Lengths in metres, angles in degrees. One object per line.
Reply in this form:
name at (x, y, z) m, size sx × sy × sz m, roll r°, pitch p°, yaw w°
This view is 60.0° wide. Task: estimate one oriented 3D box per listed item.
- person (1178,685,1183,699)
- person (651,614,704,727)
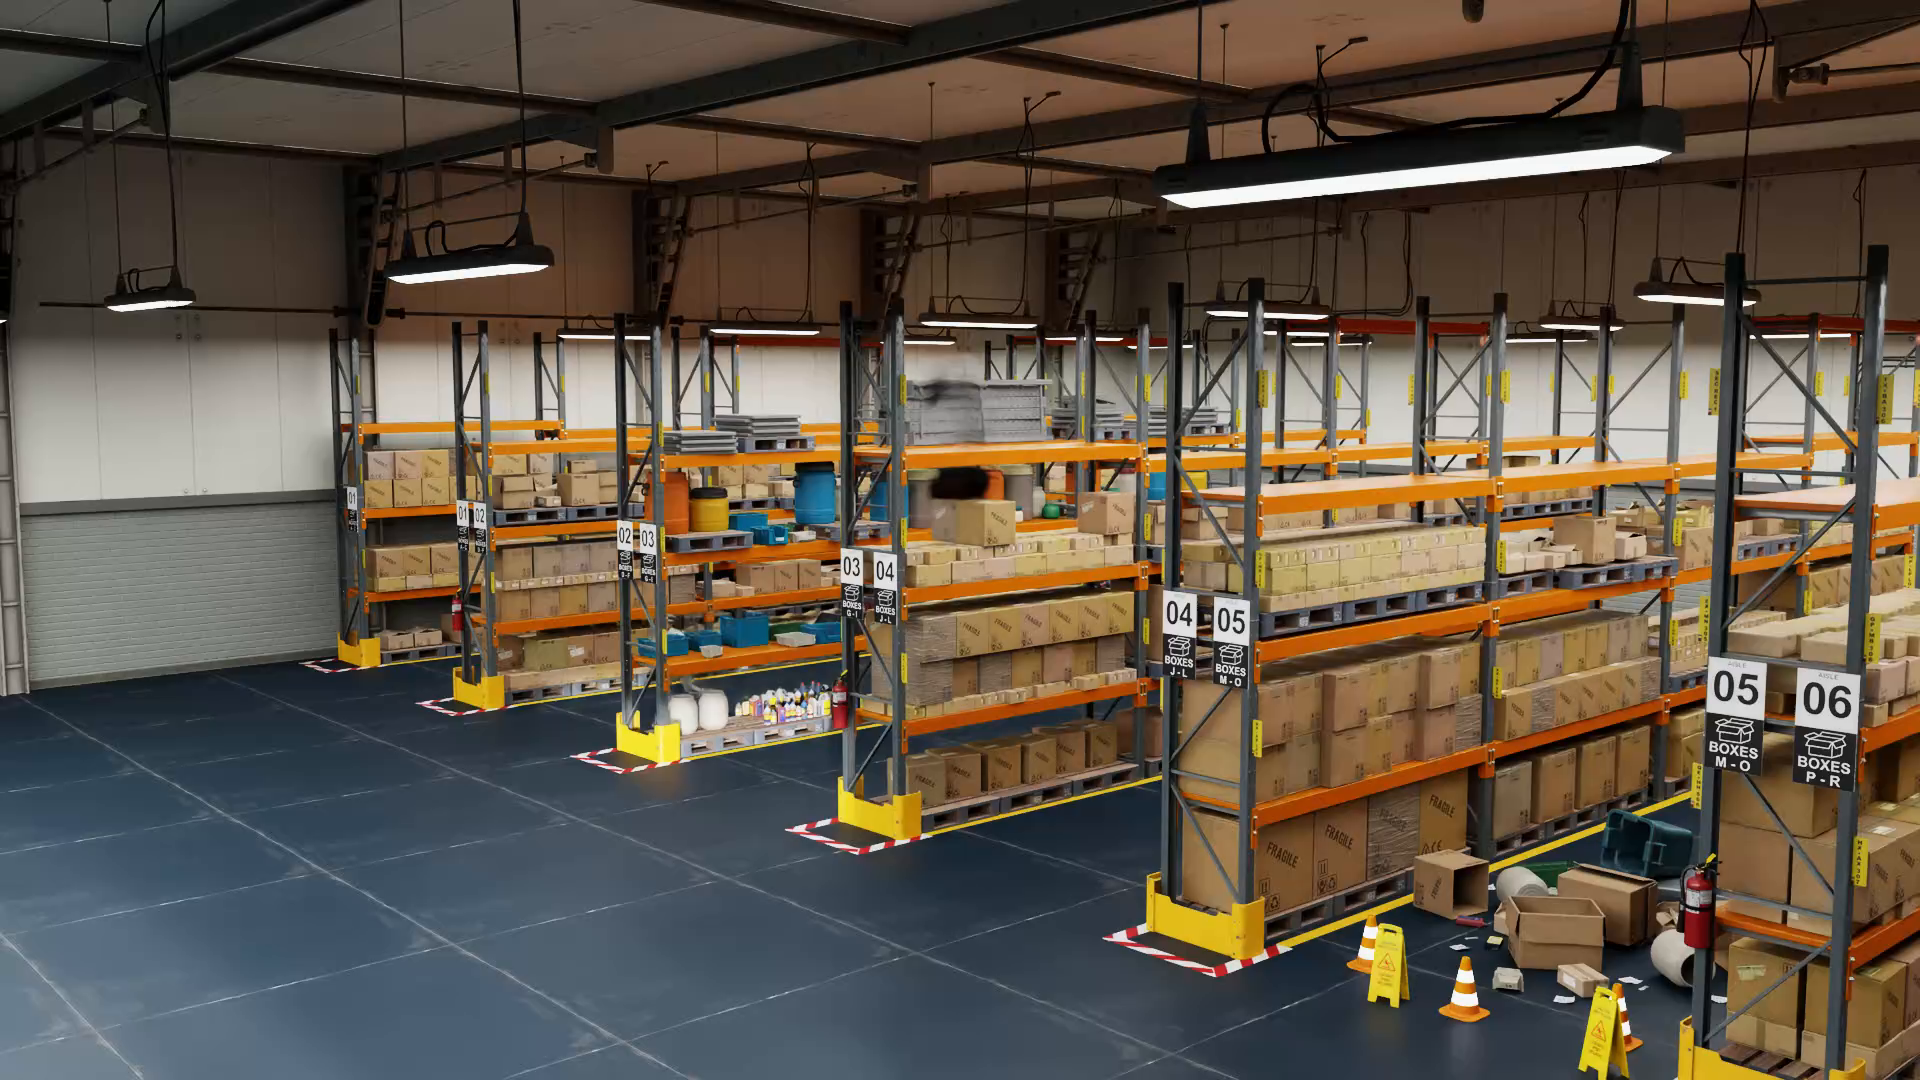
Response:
person at (3.184, 1.815, 24.592) m, size 0.657 × 1.776 × 0.968 m, roll 5°, pitch 8°, yaw 42°
person at (-4.176, 1.898, 24.796) m, size 0.619 × 1.686 × 1.026 m, roll 5°, pitch 8°, yaw 43°
